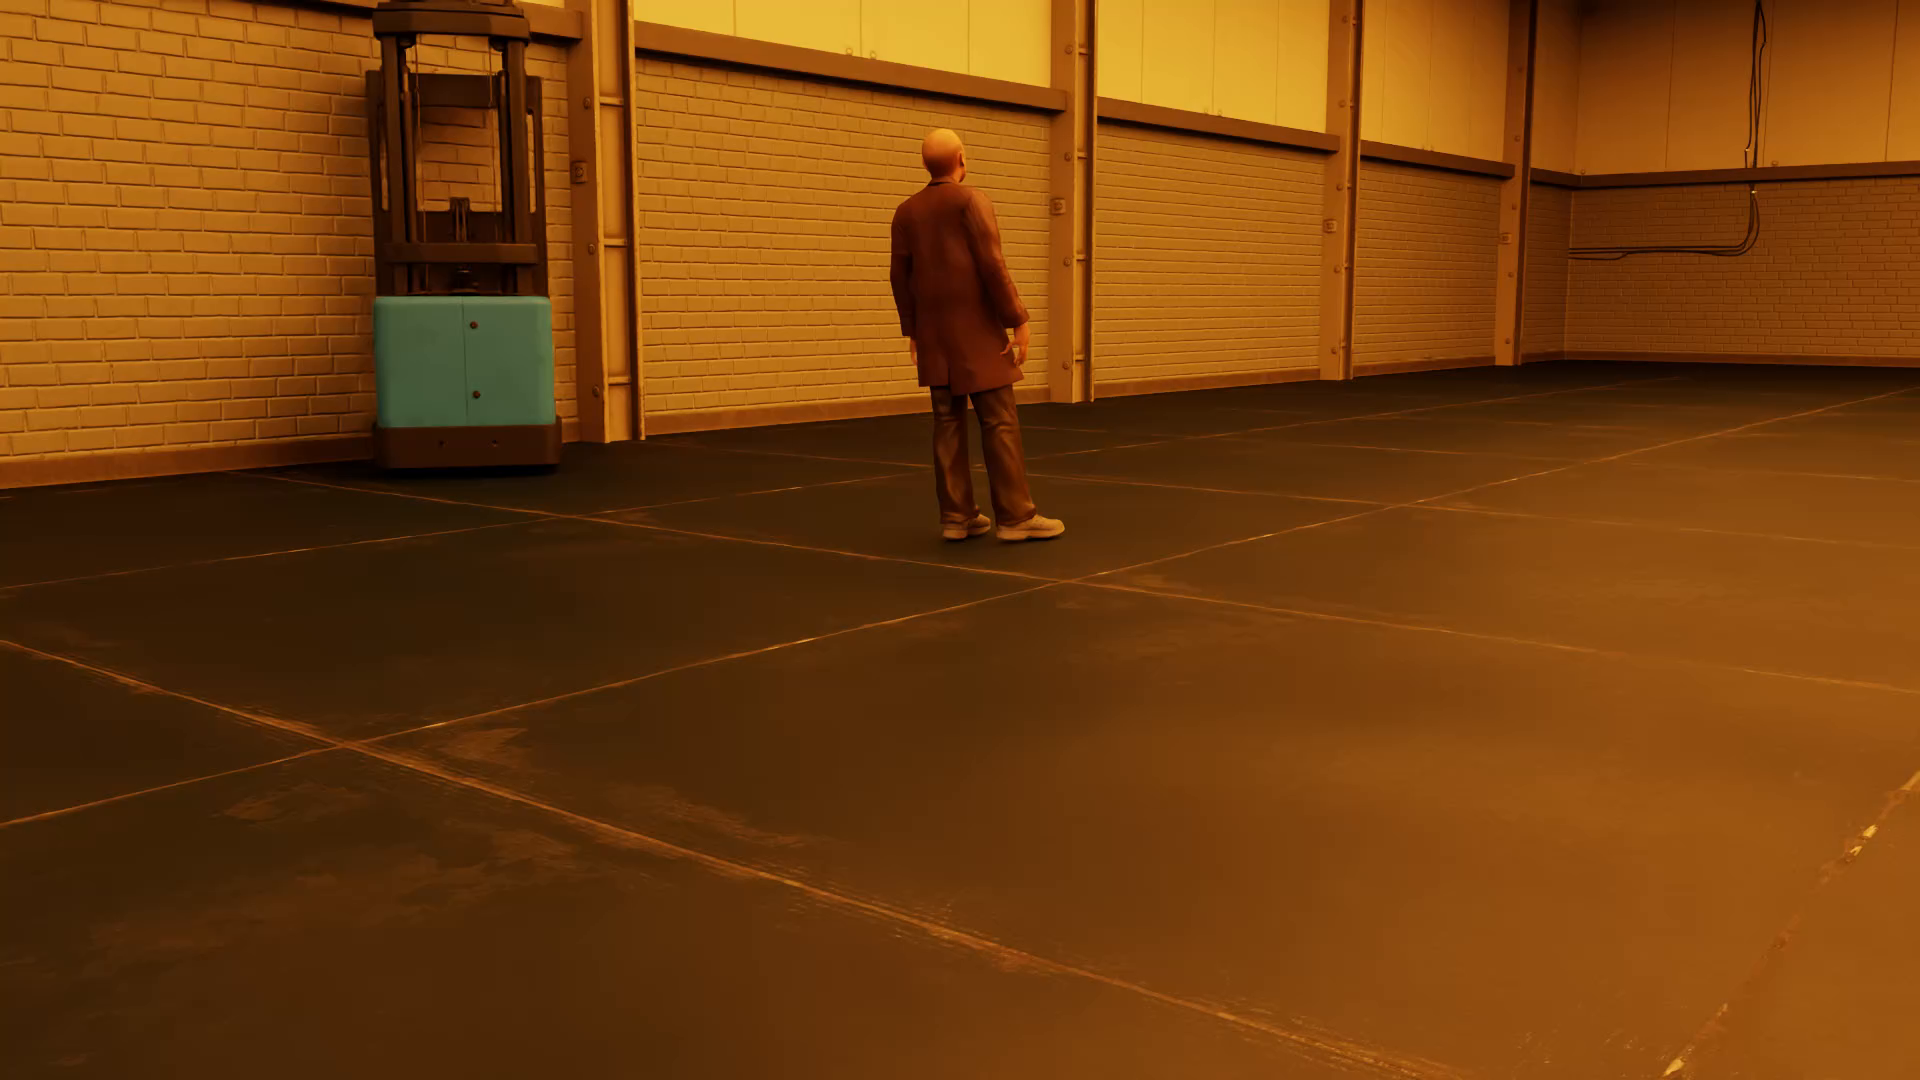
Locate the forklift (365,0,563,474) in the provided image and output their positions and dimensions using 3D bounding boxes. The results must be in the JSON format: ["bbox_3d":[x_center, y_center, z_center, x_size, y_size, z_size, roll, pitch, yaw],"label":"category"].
[{"bbox_3d":[-3.335,-2.026,11.125,1.130,2.935,3.031,-2,9,-16],"label":"forklift"}]

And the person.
[{"bbox_3d":[0.061,-0.897,7.342,0.696,1.776,0.582,7,11,38],"label":"person"}]
